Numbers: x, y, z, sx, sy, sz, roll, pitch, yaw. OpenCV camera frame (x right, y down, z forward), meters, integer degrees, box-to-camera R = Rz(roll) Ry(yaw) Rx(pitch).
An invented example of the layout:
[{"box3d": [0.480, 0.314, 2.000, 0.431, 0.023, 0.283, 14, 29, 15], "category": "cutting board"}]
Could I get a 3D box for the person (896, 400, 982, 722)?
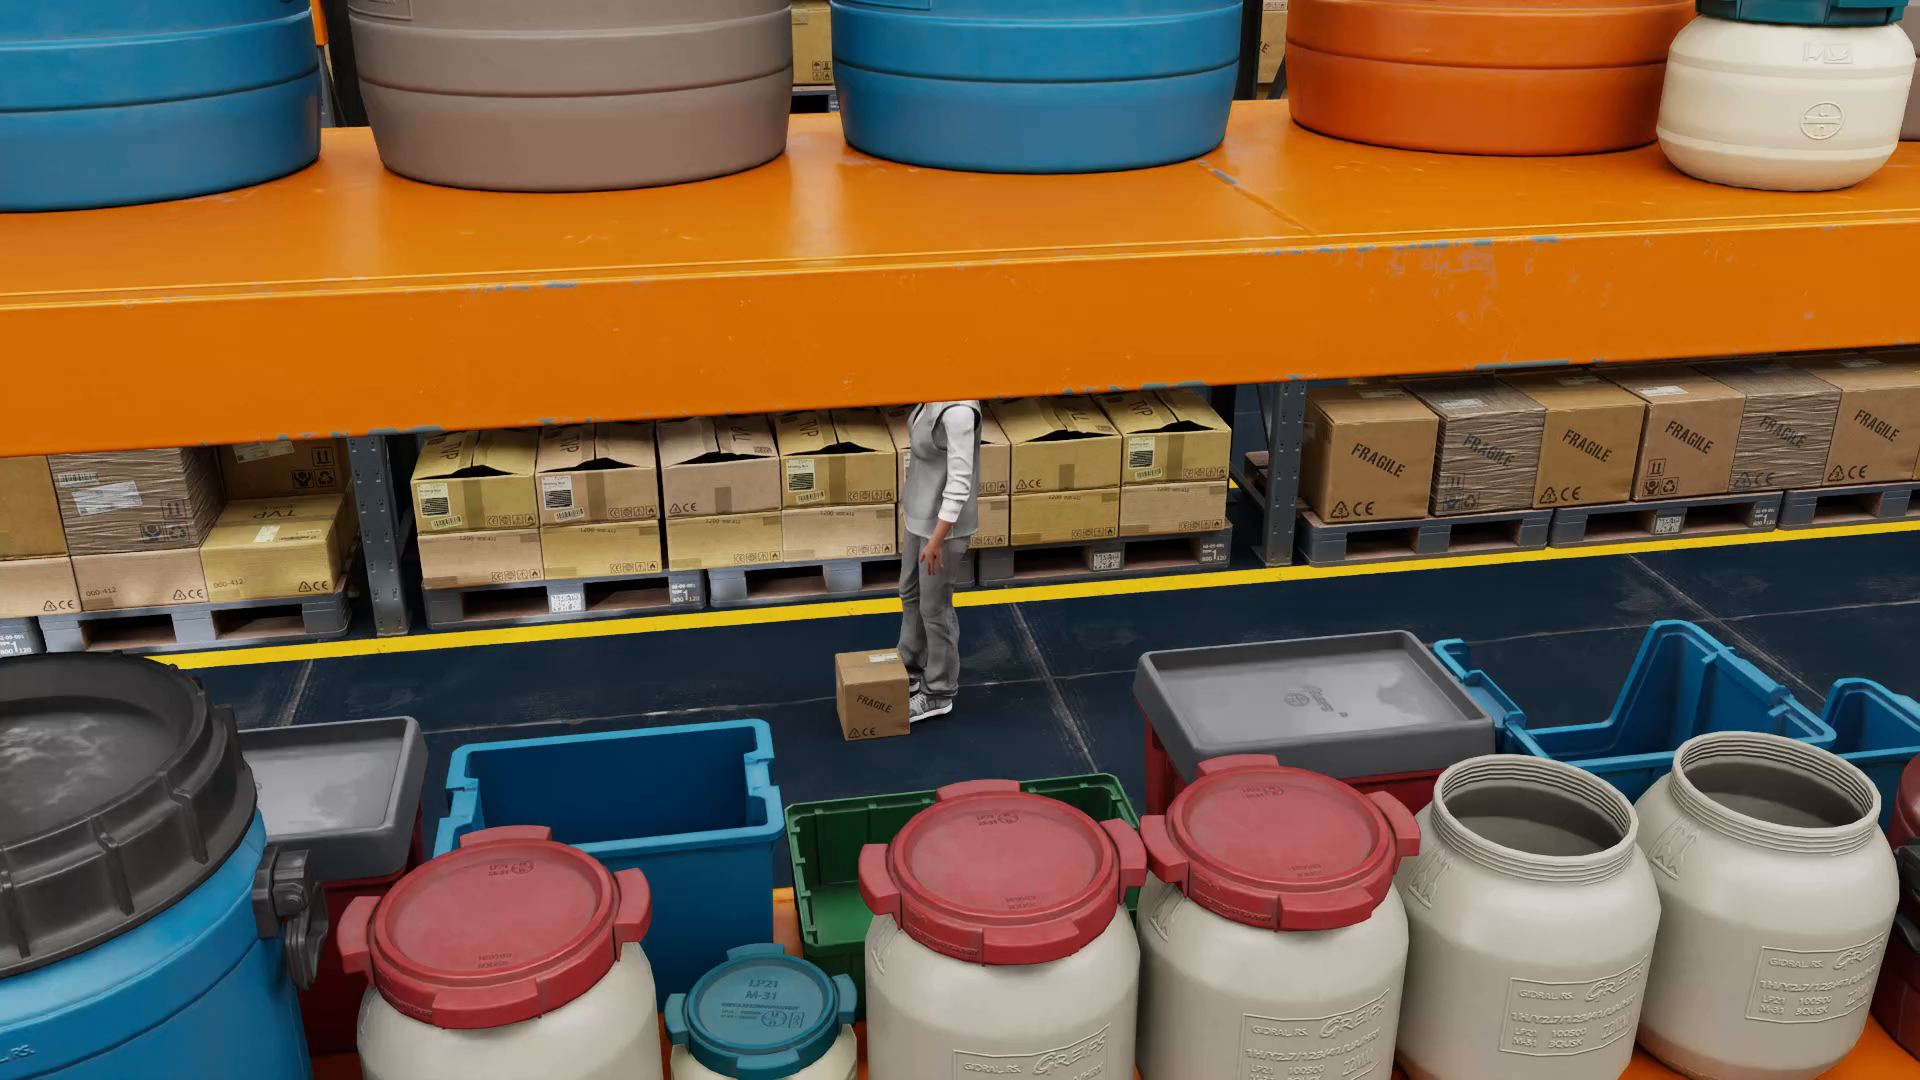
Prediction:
[{"box3d": [-0.161, -0.055, 6.216, 0.475, 1.597, 0.521, -4, 24, -9], "category": "person"}]
